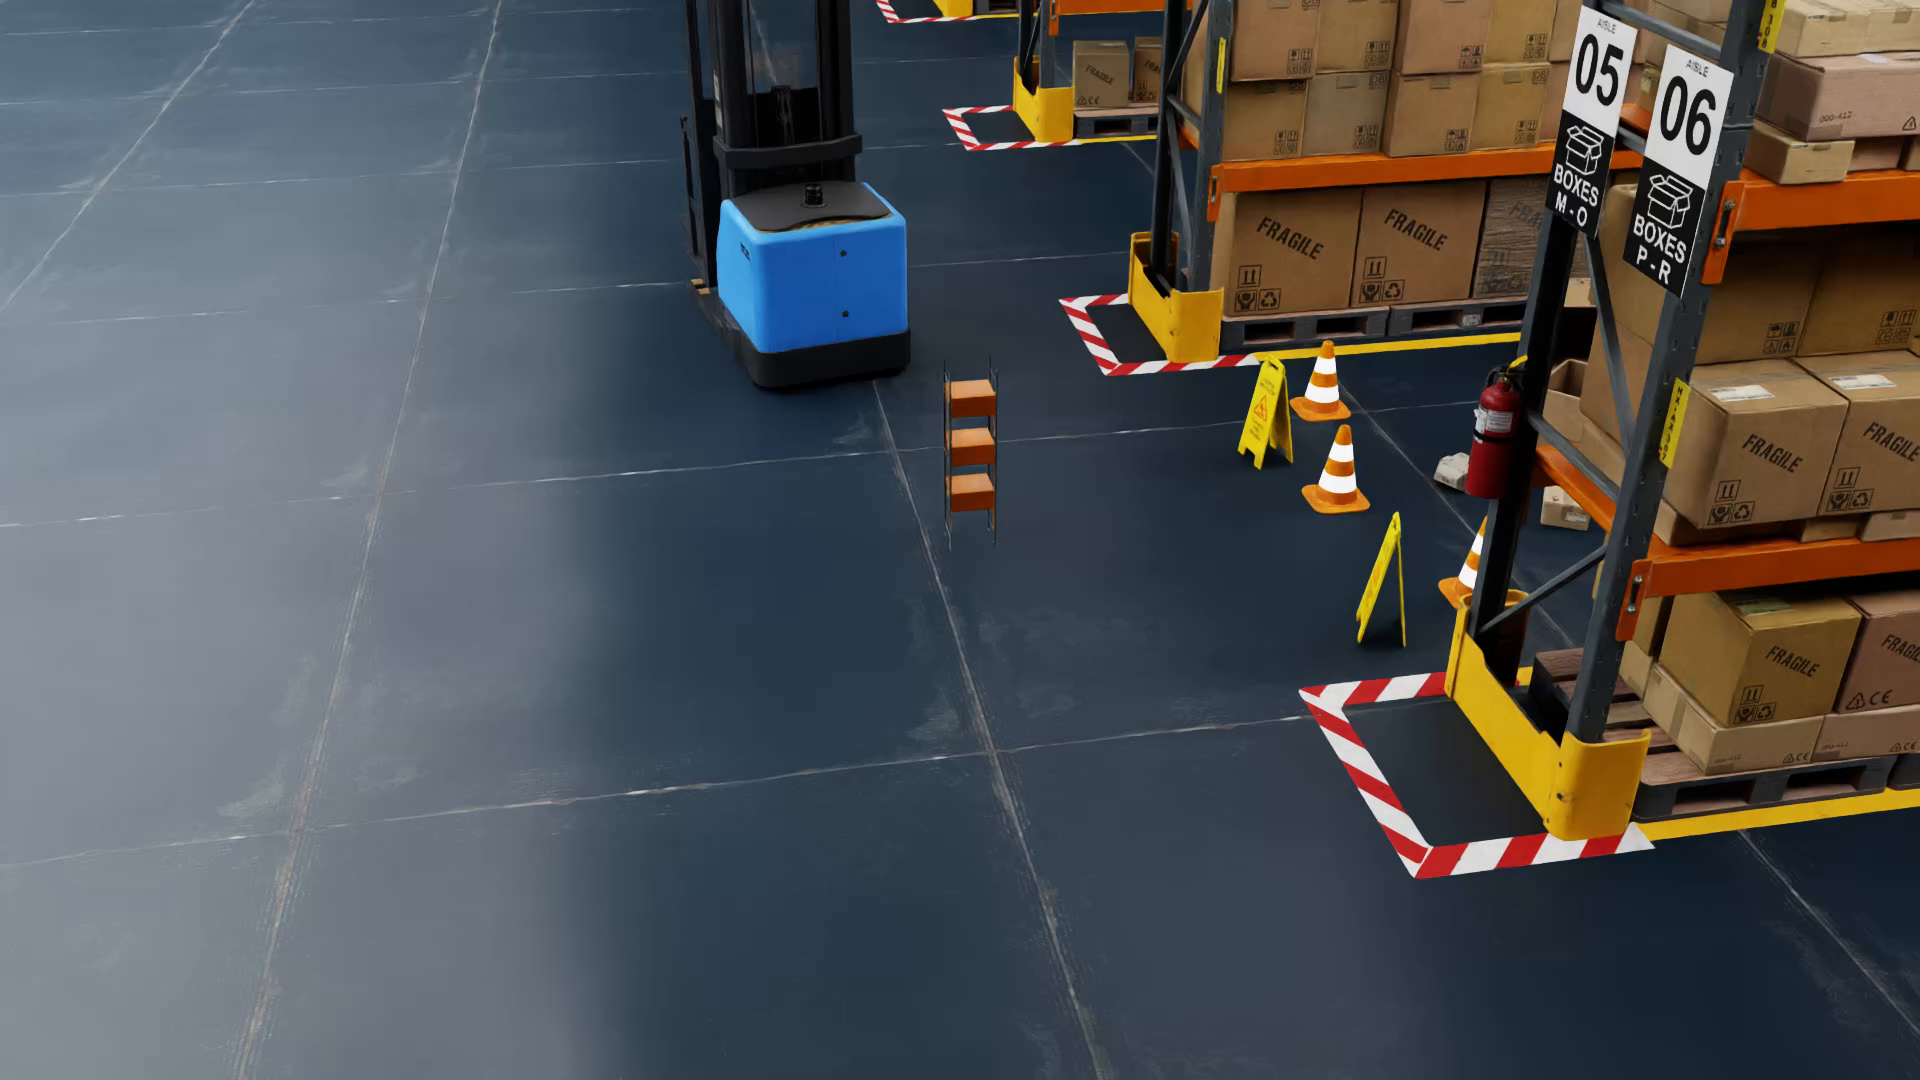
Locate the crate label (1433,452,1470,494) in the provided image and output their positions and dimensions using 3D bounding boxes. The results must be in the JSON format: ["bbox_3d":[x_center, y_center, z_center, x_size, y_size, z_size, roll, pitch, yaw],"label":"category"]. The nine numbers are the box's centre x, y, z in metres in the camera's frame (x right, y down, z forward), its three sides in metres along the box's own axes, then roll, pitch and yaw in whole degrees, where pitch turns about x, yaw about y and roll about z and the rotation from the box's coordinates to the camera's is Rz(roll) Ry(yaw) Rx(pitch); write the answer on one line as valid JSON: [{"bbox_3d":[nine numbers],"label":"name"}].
[{"bbox_3d":[2.915,-0.396,9.678,0.298,0.136,0.250,-23,38,-34],"label":"crate label"}]

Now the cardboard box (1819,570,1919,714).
[{"bbox_3d":[3.877,0.371,7.109,0.500,0.500,0.500,-6,31,-11],"label":"cardboard box"}]

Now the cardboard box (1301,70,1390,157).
[{"bbox_3d":[2.399,-2.963,11.072,0.550,0.550,0.875,-5,31,-9],"label":"cardboard box"}]

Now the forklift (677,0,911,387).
[{"bbox_3d":[-1.341,-2.974,11.306,1.130,2.935,3.031,-11,32,-19],"label":"forklift"}]

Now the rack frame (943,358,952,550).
[{"bbox_3d":[-0.067,-0.446,8.863,0.008,1.050,0.200,-5,31,-9],"label":"rack frame"}]

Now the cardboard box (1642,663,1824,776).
[{"bbox_3d":[3.340,0.746,7.210,0.500,0.250,0.500,-6,31,-9],"label":"cardboard box"}]

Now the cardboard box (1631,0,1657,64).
[{"bbox_3d":[4.551,-3.552,11.008,0.550,0.550,0.875,-5,31,-9],"label":"cardboard box"}]

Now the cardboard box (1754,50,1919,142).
[{"bbox_3d":[3.039,-1.592,5.783,0.500,0.250,0.500,-6,31,-10],"label":"cardboard box"}]

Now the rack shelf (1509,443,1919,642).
[{"bbox_3d":[4.464,-0.195,7.222,4.000,0.370,1.077,-5,31,-9],"label":"rack shelf"}]

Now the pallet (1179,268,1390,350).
[{"bbox_3d":[2.278,-1.691,11.808,1.213,0.211,1.003,-5,31,-9],"label":"pallet"}]

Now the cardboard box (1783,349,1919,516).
[{"bbox_3d":[3.521,-0.447,6.550,0.500,0.500,0.500,-4,31,-7],"label":"cardboard box"}]

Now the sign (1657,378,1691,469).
[{"bbox_3d":[2.594,-0.425,6.049,0.005,0.325,0.100,-5,31,-9],"label":"sign"}]

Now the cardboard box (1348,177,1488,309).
[{"bbox_3d":[3.026,-2.222,11.642,0.875,0.875,0.875,-6,31,-10],"label":"cardboard box"}]

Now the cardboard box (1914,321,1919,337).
[{"bbox_3d":[3.942,-1.220,6.878,0.500,0.500,0.700,-6,31,-10],"label":"cardboard box"}]

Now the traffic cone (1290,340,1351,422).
[{"bbox_3d":[2.284,-1.028,10.432,0.334,0.463,0.336,-5,31,-9],"label":"traffic cone"}]

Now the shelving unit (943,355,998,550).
[{"bbox_3d":[0.053,-0.457,8.882,0.252,1.050,0.215,-5,31,-9],"label":"shelving unit"}]

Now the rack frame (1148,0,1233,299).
[{"bbox_3d":[1.506,-2.781,10.910,0.127,3.000,1.000,-5,31,-9],"label":"rack frame"}]

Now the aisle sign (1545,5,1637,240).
[{"bbox_3d":[2.383,-1.582,6.306,0.004,0.787,0.394,-5,31,-9],"label":"aisle sign"}]

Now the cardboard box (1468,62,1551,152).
[{"bbox_3d":[3.487,-3.021,11.170,0.500,0.550,0.875,-5,31,-9],"label":"cardboard box"}]

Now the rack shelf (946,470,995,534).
[{"bbox_3d":[0.053,-0.209,9.029,0.240,0.259,0.215,-5,31,-9],"label":"rack shelf"}]

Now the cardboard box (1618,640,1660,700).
[{"bbox_3d":[3.267,0.472,7.677,0.500,0.250,0.500,-5,31,-9],"label":"cardboard box"}]

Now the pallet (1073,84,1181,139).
[{"bbox_3d":[1.592,-4.125,15.946,1.213,0.211,1.003,-5,31,-9],"label":"pallet"}]

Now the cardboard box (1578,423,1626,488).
[{"bbox_3d":[2.826,-0.355,7.032,0.250,0.149,0.380,-4,31,-7],"label":"cardboard box"}]

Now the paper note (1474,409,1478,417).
[{"bbox_3d":[3.313,-0.793,10.461,0.142,0.017,0.144,5,31,8],"label":"paper note"}]

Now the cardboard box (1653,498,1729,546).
[{"bbox_3d":[2.868,-0.142,6.670,0.250,0.149,0.380,-5,31,-9],"label":"cardboard box"}]

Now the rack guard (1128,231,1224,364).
[{"bbox_3d":[1.482,-1.701,11.540,0.348,0.500,1.175,-5,31,-9],"label":"rack guard"}]

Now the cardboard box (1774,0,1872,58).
[{"bbox_3d":[2.883,-1.781,5.712,0.250,0.149,0.380,-6,31,-9],"label":"cardboard box"}]

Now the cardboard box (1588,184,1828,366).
[{"bbox_3d":[2.960,-1.080,6.639,0.500,0.500,0.700,-6,31,-10],"label":"cardboard box"}]

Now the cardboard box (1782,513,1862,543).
[{"bbox_3d":[3.389,-0.156,6.693,0.250,0.149,0.380,-6,31,-11],"label":"cardboard box"}]

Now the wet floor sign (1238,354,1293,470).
[{"bbox_3d":[1.834,-0.776,9.824,0.232,0.644,0.267,-11,32,-17],"label":"wet floor sign"}]

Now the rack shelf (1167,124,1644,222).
[{"bbox_3d":[3.473,-2.653,11.403,4.000,0.370,1.077,-5,31,-9],"label":"rack shelf"}]

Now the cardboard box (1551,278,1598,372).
[{"bbox_3d":[4.098,-1.416,11.053,0.500,0.500,0.500,0,30,0],"label":"cardboard box"}]

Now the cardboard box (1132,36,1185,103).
[{"bbox_3d":[1.911,-4.487,15.863,0.500,0.500,0.500,2,31,4],"label":"cardboard box"}]

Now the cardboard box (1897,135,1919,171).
[{"bbox_3d":[3.390,-1.451,5.937,0.250,0.149,0.380,-4,31,-8],"label":"cardboard box"}]

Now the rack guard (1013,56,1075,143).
[{"bbox_3d":[0.786,-4.193,15.777,0.348,0.500,1.175,-5,31,-9],"label":"rack guard"}]

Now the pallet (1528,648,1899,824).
[{"bbox_3d":[3.377,0.816,7.544,1.213,0.211,1.003,-5,31,-9],"label":"pallet"}]

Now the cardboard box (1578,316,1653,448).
[{"bbox_3d":[2.981,-0.680,6.946,0.500,0.500,0.500,-6,31,-10],"label":"cardboard box"}]

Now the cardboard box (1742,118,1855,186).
[{"bbox_3d":[2.881,-1.375,5.808,0.250,0.149,0.380,-5,31,-9],"label":"cardboard box"}]

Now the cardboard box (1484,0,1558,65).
[{"bbox_3d":[3.475,-3.518,10.951,0.500,0.550,0.875,-5,31,-9],"label":"cardboard box"}]

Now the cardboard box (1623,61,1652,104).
[{"bbox_3d":[4.542,-3.110,11.321,0.550,0.550,0.875,-5,31,-9],"label":"cardboard box"}]

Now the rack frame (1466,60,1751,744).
[{"bbox_3d":[2.497,-0.322,6.729,0.127,3.000,1.000,-5,31,-9],"label":"rack frame"}]

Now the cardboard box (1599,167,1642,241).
[{"bbox_3d":[4.809,-2.389,11.925,0.875,0.875,0.875,-5,31,-8],"label":"cardboard box"}]

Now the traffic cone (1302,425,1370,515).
[{"bbox_3d":[2.153,-0.433,9.421,0.334,0.463,0.336,-5,31,-9],"label":"traffic cone"}]

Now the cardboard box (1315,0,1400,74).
[{"bbox_3d":[2.402,-3.422,10.787,0.550,0.550,0.875,-5,31,-9],"label":"cardboard box"}]
